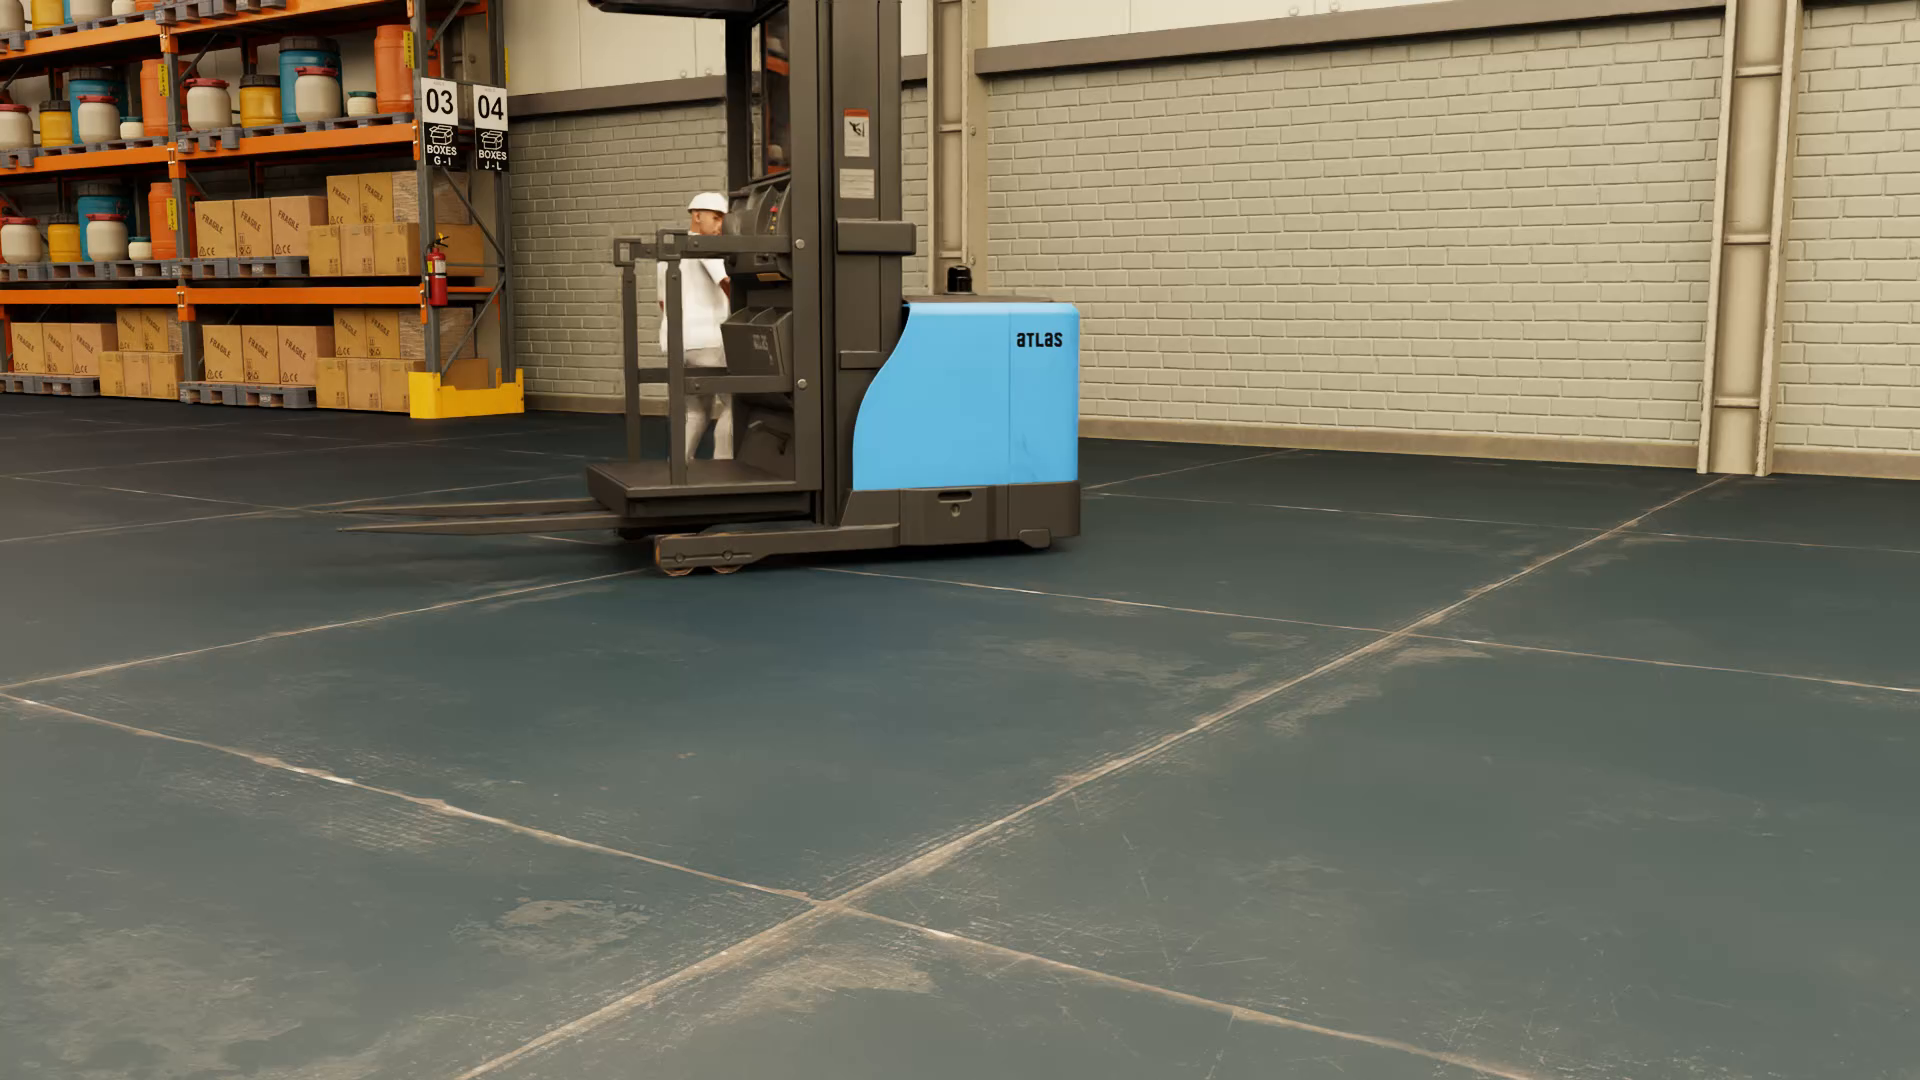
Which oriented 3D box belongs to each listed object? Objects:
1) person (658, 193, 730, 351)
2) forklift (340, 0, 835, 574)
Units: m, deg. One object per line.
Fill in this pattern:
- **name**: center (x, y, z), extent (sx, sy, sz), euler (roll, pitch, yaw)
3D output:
- **person**: center (-1.377, -1.081, 9.330), extent (0.823, 1.708, 0.679), euler (6, 10, 38)
- **forklift**: center (-1.045, -1.391, 6.973), extent (3.031, 2.935, 1.121), euler (-3, 9, -21)
